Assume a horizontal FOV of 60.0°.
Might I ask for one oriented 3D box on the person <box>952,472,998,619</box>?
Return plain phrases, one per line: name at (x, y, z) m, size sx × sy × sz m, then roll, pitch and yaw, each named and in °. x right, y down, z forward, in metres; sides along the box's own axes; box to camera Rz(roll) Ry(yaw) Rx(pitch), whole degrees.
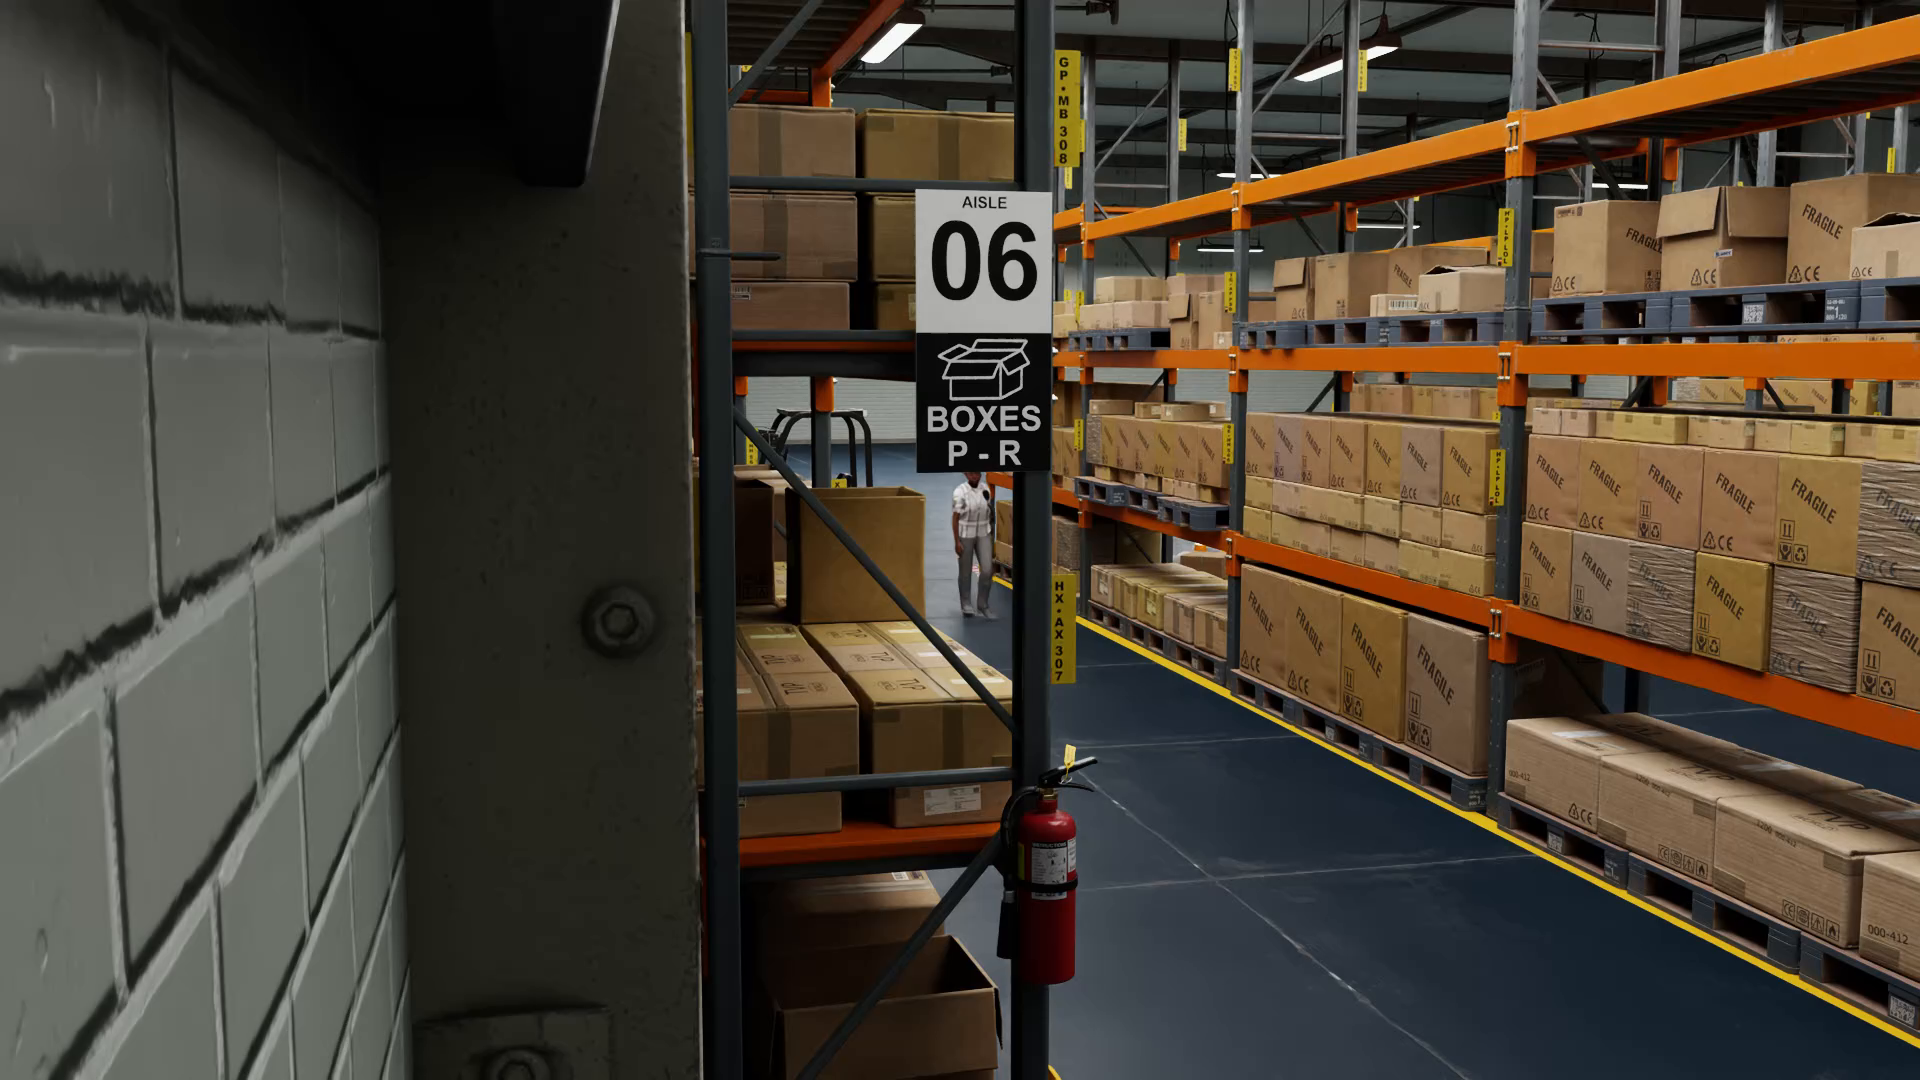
person at (0.122, 0.002, 17.581) m, size 0.475 × 1.728 × 0.511 m, roll -2°, pitch 7°, yaw -17°
